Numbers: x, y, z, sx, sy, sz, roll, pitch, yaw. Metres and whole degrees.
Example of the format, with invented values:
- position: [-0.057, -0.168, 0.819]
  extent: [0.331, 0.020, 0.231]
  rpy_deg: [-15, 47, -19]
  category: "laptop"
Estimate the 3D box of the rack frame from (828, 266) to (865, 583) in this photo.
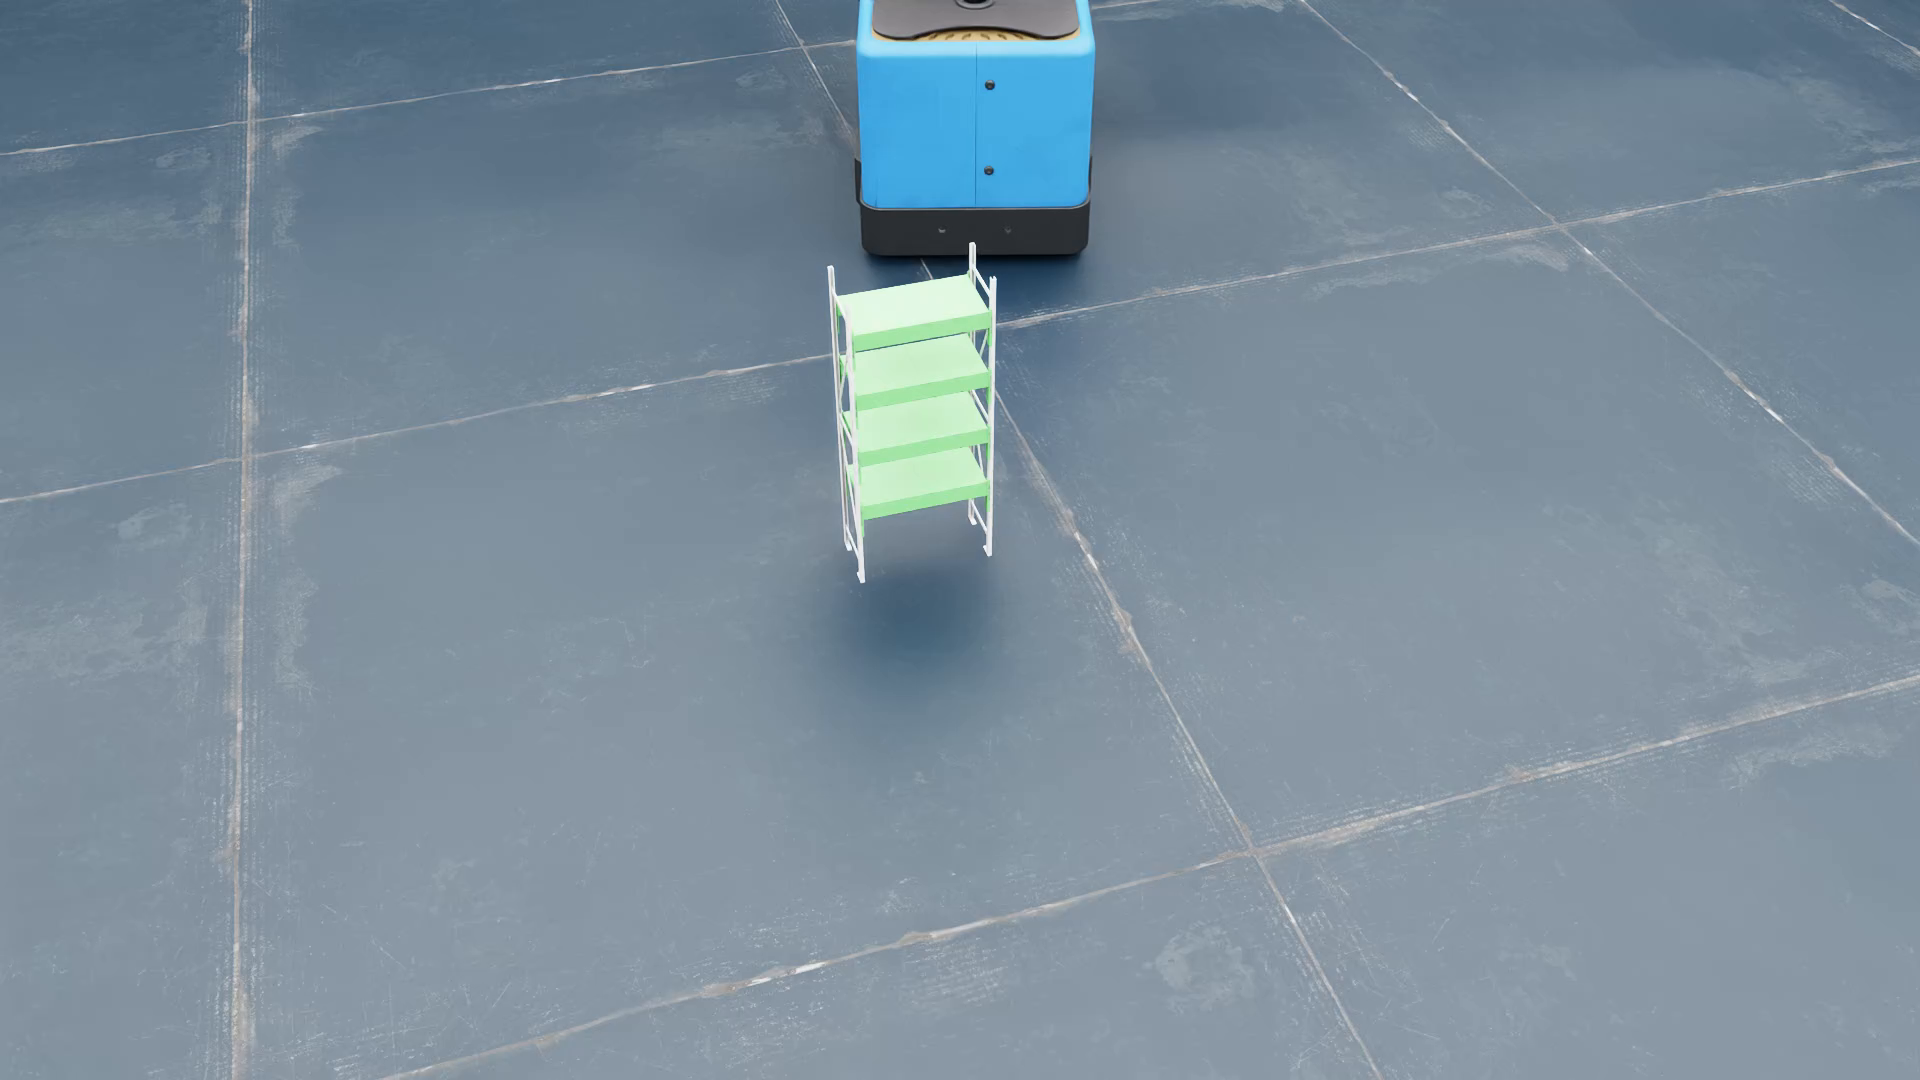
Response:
- position: [-0.391, -0.371, 5.763]
  extent: [0.015, 1.200, 0.240]
  rpy_deg: [-12, 42, -13]
  category: "rack frame"

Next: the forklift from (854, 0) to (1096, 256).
- position: [0.050, -3.355, 7.862]
  extent: [1.130, 2.935, 3.031]
  rpy_deg: [-1, 41, -1]
  category: "forklift"

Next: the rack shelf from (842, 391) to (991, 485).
- position: [-0.158, -0.371, 5.860]
  extent: [0.480, 0.148, 0.258]
  rpy_deg: [-12, 42, -13]
  category: "rack shelf"

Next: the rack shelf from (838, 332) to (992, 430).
- position: [-0.158, -0.552, 5.702]
  extent: [0.480, 0.148, 0.258]
  rpy_deg: [-12, 42, -13]
  category: "rack shelf"

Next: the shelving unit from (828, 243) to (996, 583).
- position: [-0.158, -0.419, 5.818]
  extent: [0.503, 1.200, 0.258]
  rpy_deg: [-12, 42, -13]
  category: "shelving unit"

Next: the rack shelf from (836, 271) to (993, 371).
- position: [-0.158, -0.732, 5.544]
  extent: [0.480, 0.148, 0.258]
  rpy_deg: [-12, 42, -13]
  category: "rack shelf"

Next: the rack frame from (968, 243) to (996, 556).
- position: [0.075, -0.467, 5.873]
  extent: [0.015, 1.200, 0.240]
  rpy_deg: [-12, 42, -13]
  category: "rack frame"

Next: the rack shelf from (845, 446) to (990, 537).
- position: [-0.158, -0.190, 6.018]
  extent: [0.480, 0.148, 0.258]
  rpy_deg: [-12, 42, -13]
  category: "rack shelf"
